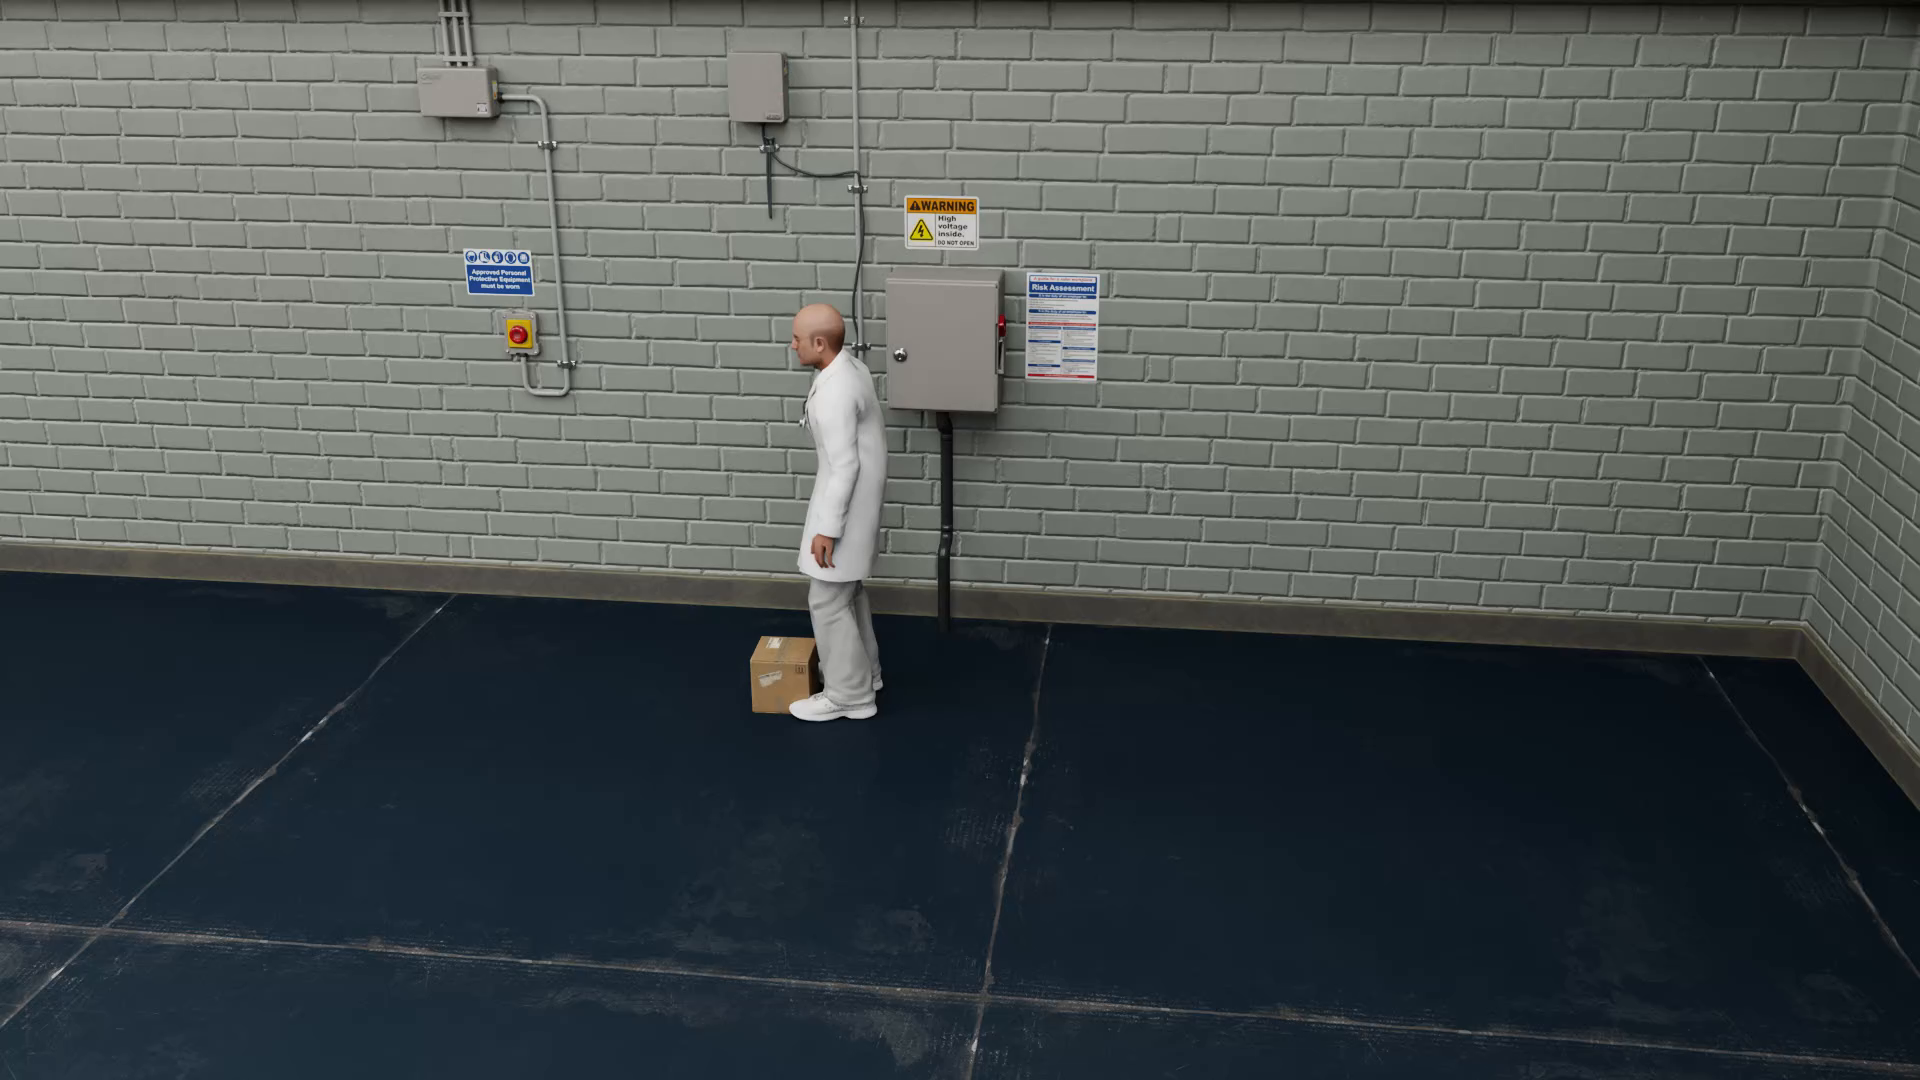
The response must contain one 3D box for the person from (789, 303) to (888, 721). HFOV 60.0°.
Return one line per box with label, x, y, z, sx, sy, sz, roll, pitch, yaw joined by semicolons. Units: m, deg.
person;-0.509;-0.112;6.898;0.427;1.773;0.652;1;21;3
